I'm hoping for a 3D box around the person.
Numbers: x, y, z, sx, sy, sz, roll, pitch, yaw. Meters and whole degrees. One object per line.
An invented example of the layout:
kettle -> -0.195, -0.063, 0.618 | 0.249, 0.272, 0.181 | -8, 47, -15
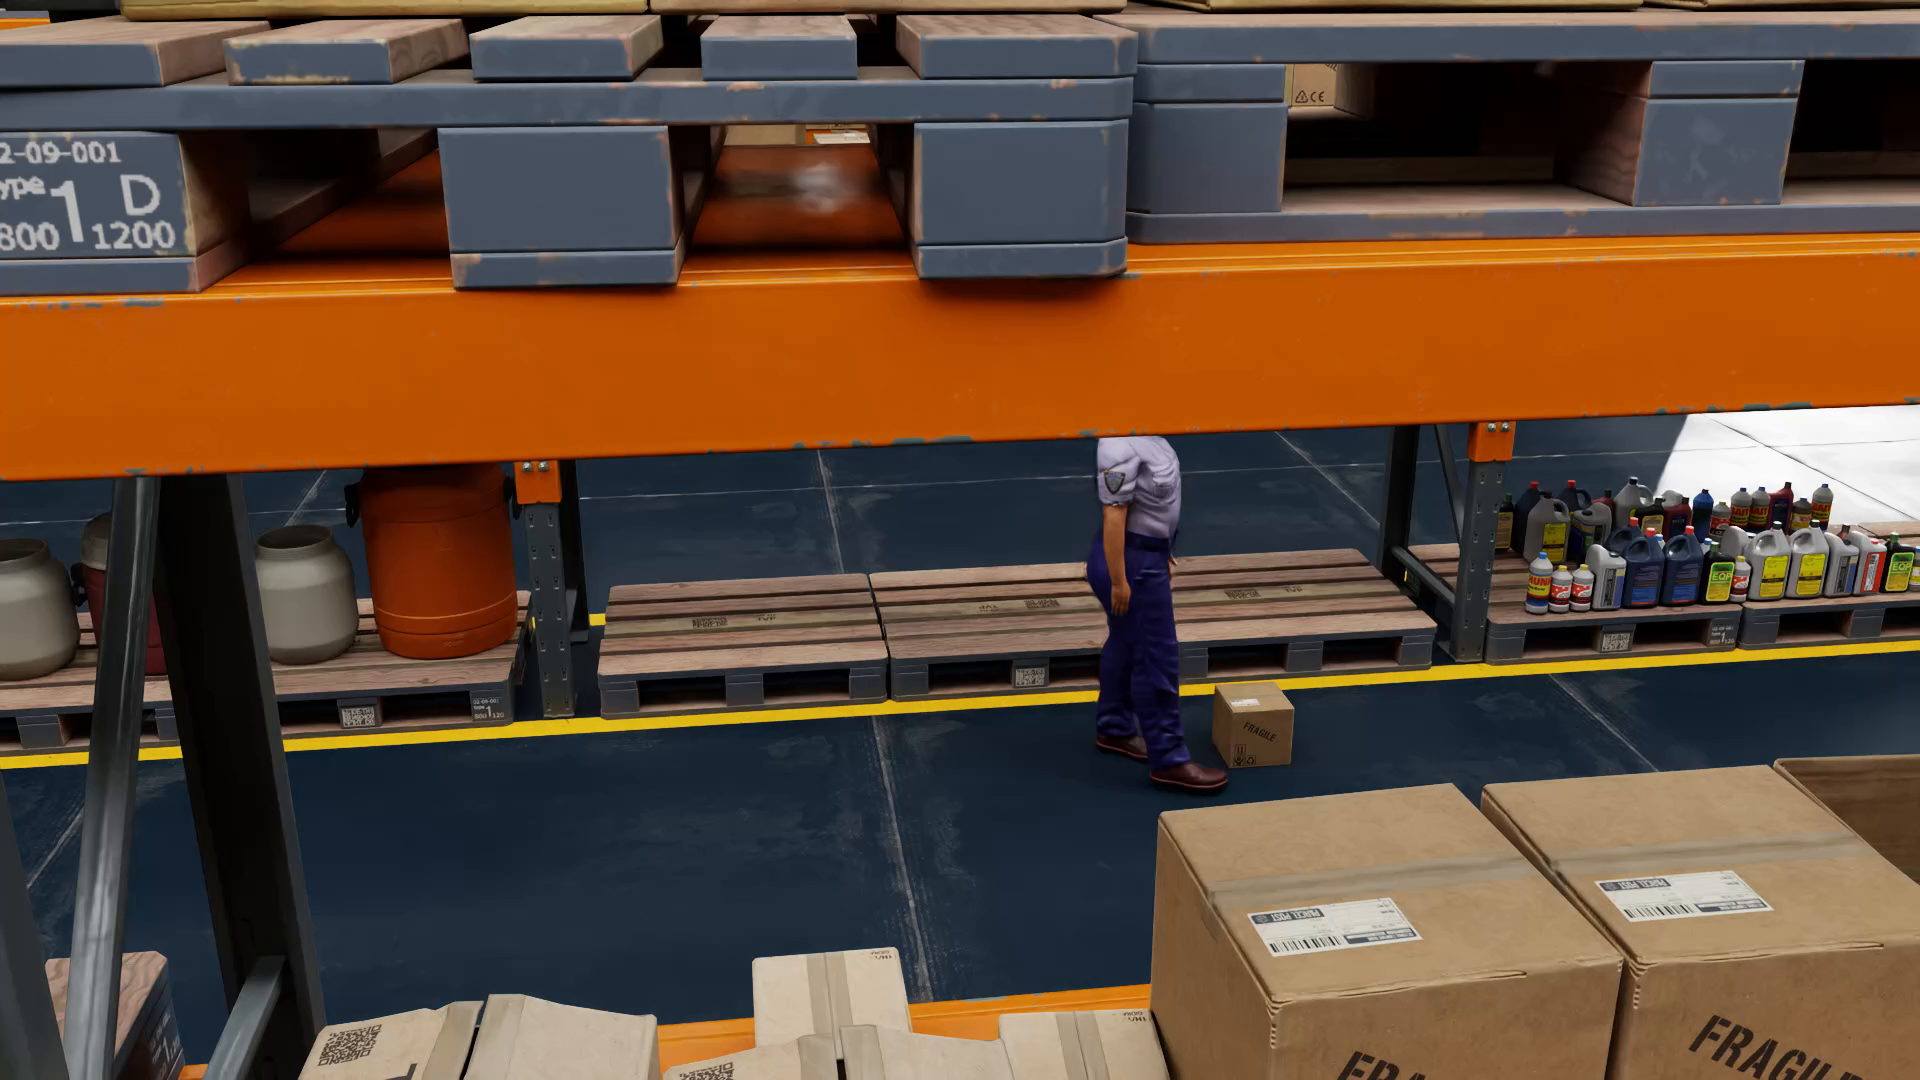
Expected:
person -> 0.774, 0.101, 6.295 | 0.584, 1.644, 0.489 | 4, 21, 11
